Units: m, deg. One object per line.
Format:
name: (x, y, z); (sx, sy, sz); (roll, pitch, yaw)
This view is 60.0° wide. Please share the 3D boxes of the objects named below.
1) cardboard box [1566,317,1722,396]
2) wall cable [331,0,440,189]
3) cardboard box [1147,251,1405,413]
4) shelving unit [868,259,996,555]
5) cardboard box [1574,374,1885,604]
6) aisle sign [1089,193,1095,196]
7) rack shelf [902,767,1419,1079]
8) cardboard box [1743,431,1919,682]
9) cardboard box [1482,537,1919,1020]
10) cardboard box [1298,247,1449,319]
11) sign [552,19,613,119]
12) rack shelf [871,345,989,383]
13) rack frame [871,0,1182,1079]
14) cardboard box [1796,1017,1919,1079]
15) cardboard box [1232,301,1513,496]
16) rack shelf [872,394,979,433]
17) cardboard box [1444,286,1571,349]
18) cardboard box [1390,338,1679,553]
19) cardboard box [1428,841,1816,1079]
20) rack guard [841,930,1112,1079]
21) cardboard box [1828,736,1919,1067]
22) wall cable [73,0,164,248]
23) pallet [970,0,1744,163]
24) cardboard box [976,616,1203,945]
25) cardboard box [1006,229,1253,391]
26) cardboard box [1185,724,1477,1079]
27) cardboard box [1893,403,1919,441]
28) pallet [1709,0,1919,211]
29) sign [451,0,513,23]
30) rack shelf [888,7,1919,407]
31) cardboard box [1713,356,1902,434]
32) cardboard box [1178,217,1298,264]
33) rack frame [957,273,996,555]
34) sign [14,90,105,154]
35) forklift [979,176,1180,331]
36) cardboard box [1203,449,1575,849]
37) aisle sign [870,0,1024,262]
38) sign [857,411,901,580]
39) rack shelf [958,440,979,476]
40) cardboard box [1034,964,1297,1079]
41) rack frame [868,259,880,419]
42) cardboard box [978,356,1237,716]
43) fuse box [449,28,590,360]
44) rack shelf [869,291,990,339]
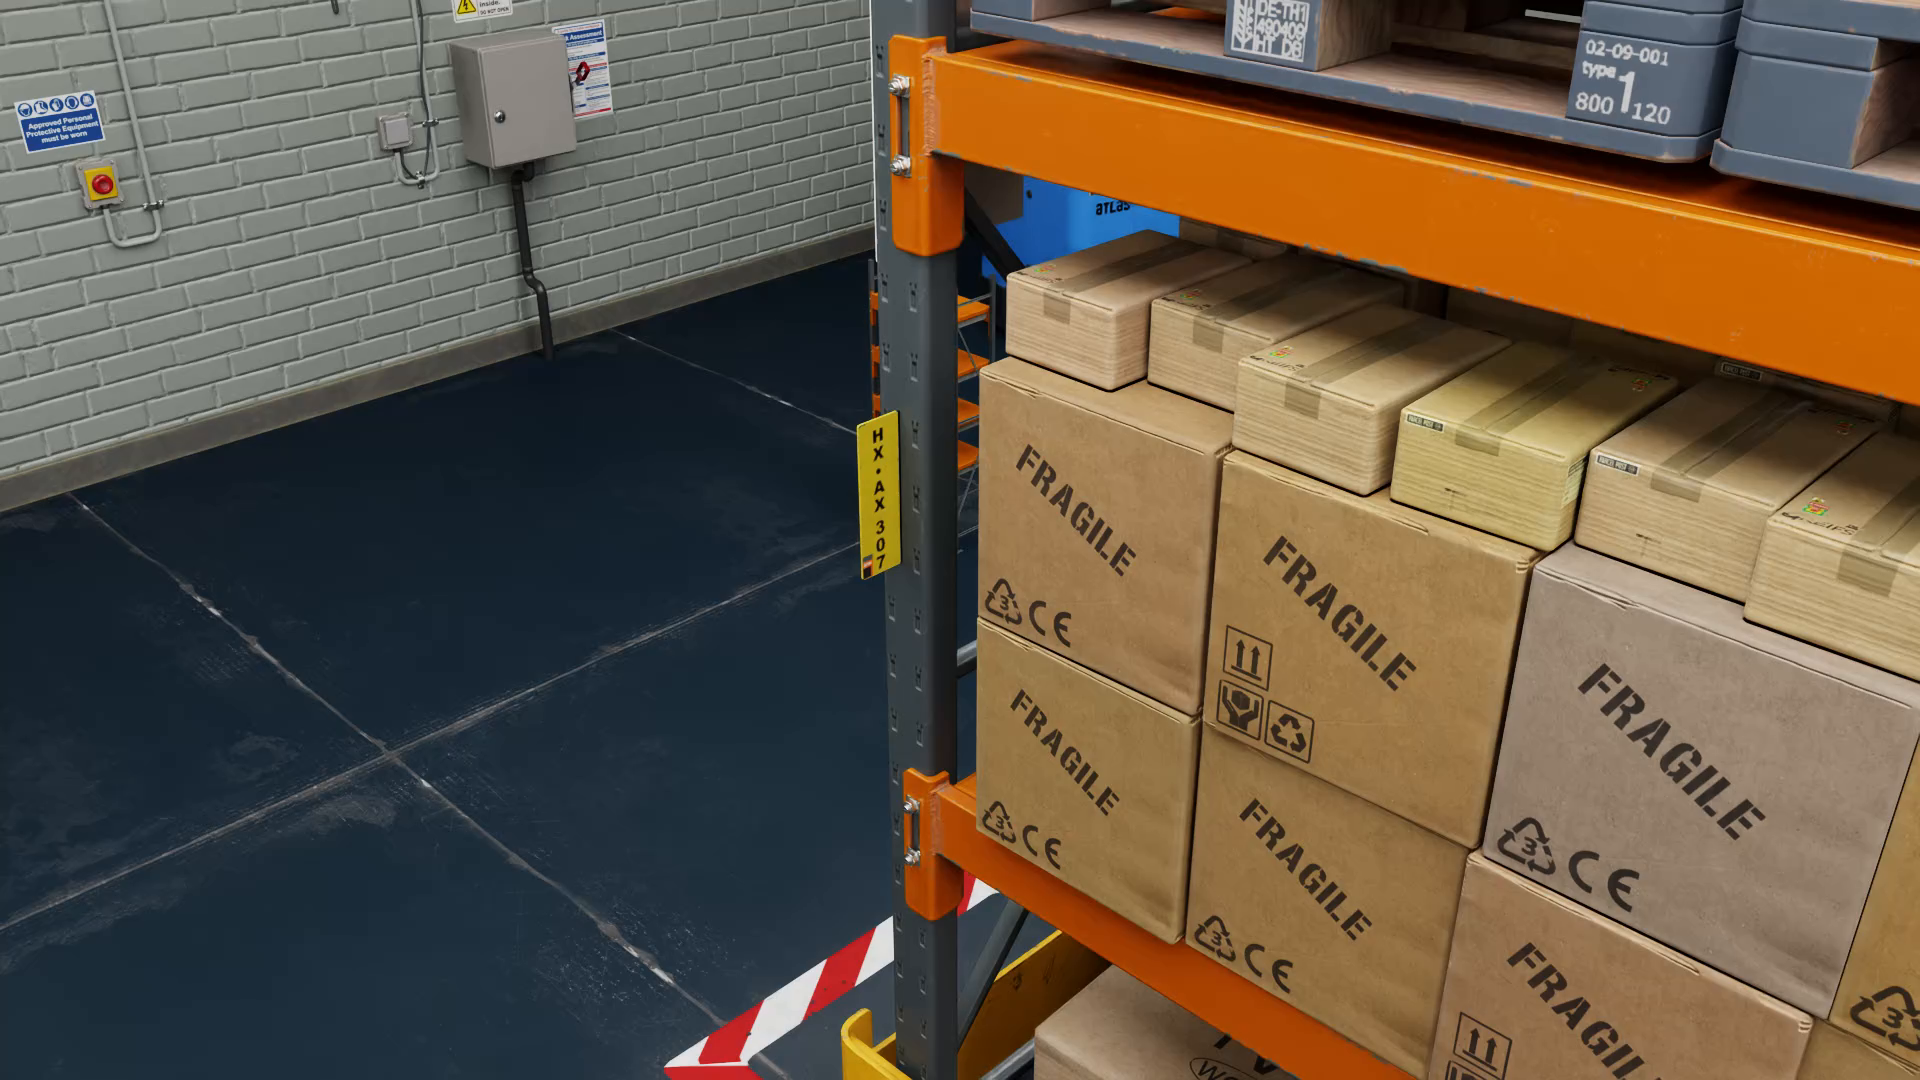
cardboard box: (1.228, -0.343, 2.801); (0.380, 0.149, 0.250); (-24, 36, -38)
wall cable: (-2.811, -2.603, 7.886); (0.122, 1.984, 0.588); (25, 36, 38)
cardboard box: (0.536, -0.351, 2.816); (0.380, 0.149, 0.250); (-24, 36, -38)
shelving unit: (-0.118, -0.585, 7.073); (0.503, 1.200, 0.258); (25, 36, 38)
cardboard box: (1.065, -0.080, 2.301); (0.380, 0.149, 0.250); (-25, 37, -39)
aisle sign: (0.406, -1.124, 3.371); (0.004, 0.787, 0.394); (25, 36, 38)
rack shelf: (1.666, 1.124, 2.662); (4.000, 0.370, 1.077); (25, 36, 38)
cardboard box: (1.214, 0.015, 2.119); (0.380, 0.149, 0.250); (-25, 37, -39)
cardboard box: (1.128, 0.249, 2.371); (0.500, 0.500, 0.500); (24, 36, 38)
cardboard box: (0.834, -0.495, 3.090); (0.380, 0.149, 0.250); (-25, 36, -38)
sign: (-2.022, -2.518, 8.917); (0.001, 0.494, 0.329); (25, 36, 38)
rack shelf: (-0.118, -0.724, 7.001); (0.480, 0.148, 0.258); (25, 36, 38)
rack frame: (0.240, 0.153, 3.736); (0.127, 3.000, 1.000); (25, 36, 38)
cardboard box: (1.480, 0.847, 2.310); (0.500, 0.500, 0.500); (-24, 36, -38)
cardboard box: (0.641, -0.228, 2.582); (0.380, 0.149, 0.250); (-24, 36, -38)
rack shelf: (-0.118, -0.526, 7.105); (0.480, 0.148, 0.258); (25, 36, 38)
cardboard box: (1.077, -0.439, 2.983); (0.250, 0.149, 0.380); (24, 36, 38)
cardboard box: (0.841, -0.148, 2.430); (0.250, 0.149, 0.380); (23, 36, 37)
cardboard box: (1.111, 0.689, 2.610); (0.500, 0.500, 0.500); (24, 36, 38)
rack guard: (0.223, 1.252, 4.332); (0.348, 0.500, 1.175); (25, 36, 38)
cardboard box: (1.485, 0.412, 2.062); (0.500, 0.500, 0.500); (25, 37, 39)
wall cable: (-3.797, -2.142, 6.976); (0.123, 1.953, 0.585); (25, 36, 38)
pallet: (0.776, -0.897, 2.604); (1.213, 0.211, 1.003); (25, 36, 38)
cardboard box: (0.381, 0.361, 3.233); (0.500, 0.500, 0.500); (24, 36, 38)
cardboard box: (0.299, -0.413, 2.934); (0.380, 0.149, 0.250); (-24, 36, -38)
cardboard box: (0.761, 0.517, 2.937); (0.500, 0.500, 0.500); (24, 36, 38)
cardboard box: (1.584, -0.172, 2.475); (0.380, 0.149, 0.250); (-24, 36, -38)
pallet: (1.650, -0.498, 1.847); (1.213, 0.211, 1.003); (25, 36, 38)
sign: (-2.407, -2.743, 8.356); (0.001, 0.242, 0.339); (25, 36, 38)
rack shelf: (1.666, -0.203, 1.964); (4.000, 0.370, 1.077); (25, 36, 38)
cardboard box: (1.365, -0.234, 2.594); (0.250, 0.149, 0.380); (24, 36, 38)
cardboard box: (0.636, -0.570, 3.232); (0.380, 0.149, 0.250); (-25, 36, -39)
rack frame: (0.056, -0.505, 6.922); (0.015, 1.200, 0.240); (25, 36, 38)
sign: (-3.875, -1.802, 7.164); (0.001, 0.218, 0.327); (25, 36, 38)
forklift: (1.645, -2.694, 9.225); (3.031, 2.935, 1.130); (-15, 31, -26)
cardboard box: (0.756, 0.084, 2.686); (0.500, 0.500, 0.500); (23, 36, 37)
aisle sign: (-0.015, -0.925, 2.992); (0.004, 0.787, 0.394); (25, 36, 38)
sign: (-0.154, -0.083, 3.169); (0.005, 0.325, 0.100); (25, 36, 38)
rack shelf: (-0.118, -0.350, 7.197); (0.480, 0.148, 0.258); (25, 36, 38)
cardboard box: (0.781, 1.284, 3.888); (0.875, 0.438, 0.875); (23, 36, 37)
rack frame: (-0.292, -0.665, 7.225); (0.015, 1.200, 0.240); (25, 36, 38)
cardboard box: (0.382, -0.082, 3.002); (0.500, 0.500, 0.500); (24, 36, 37)
fuse box: (-2.221, -1.758, 8.755); (0.414, 1.711, 0.539); (25, 36, 38)
rack shelf: (-0.118, -0.933, 6.891); (0.480, 0.148, 0.258); (25, 36, 38)
